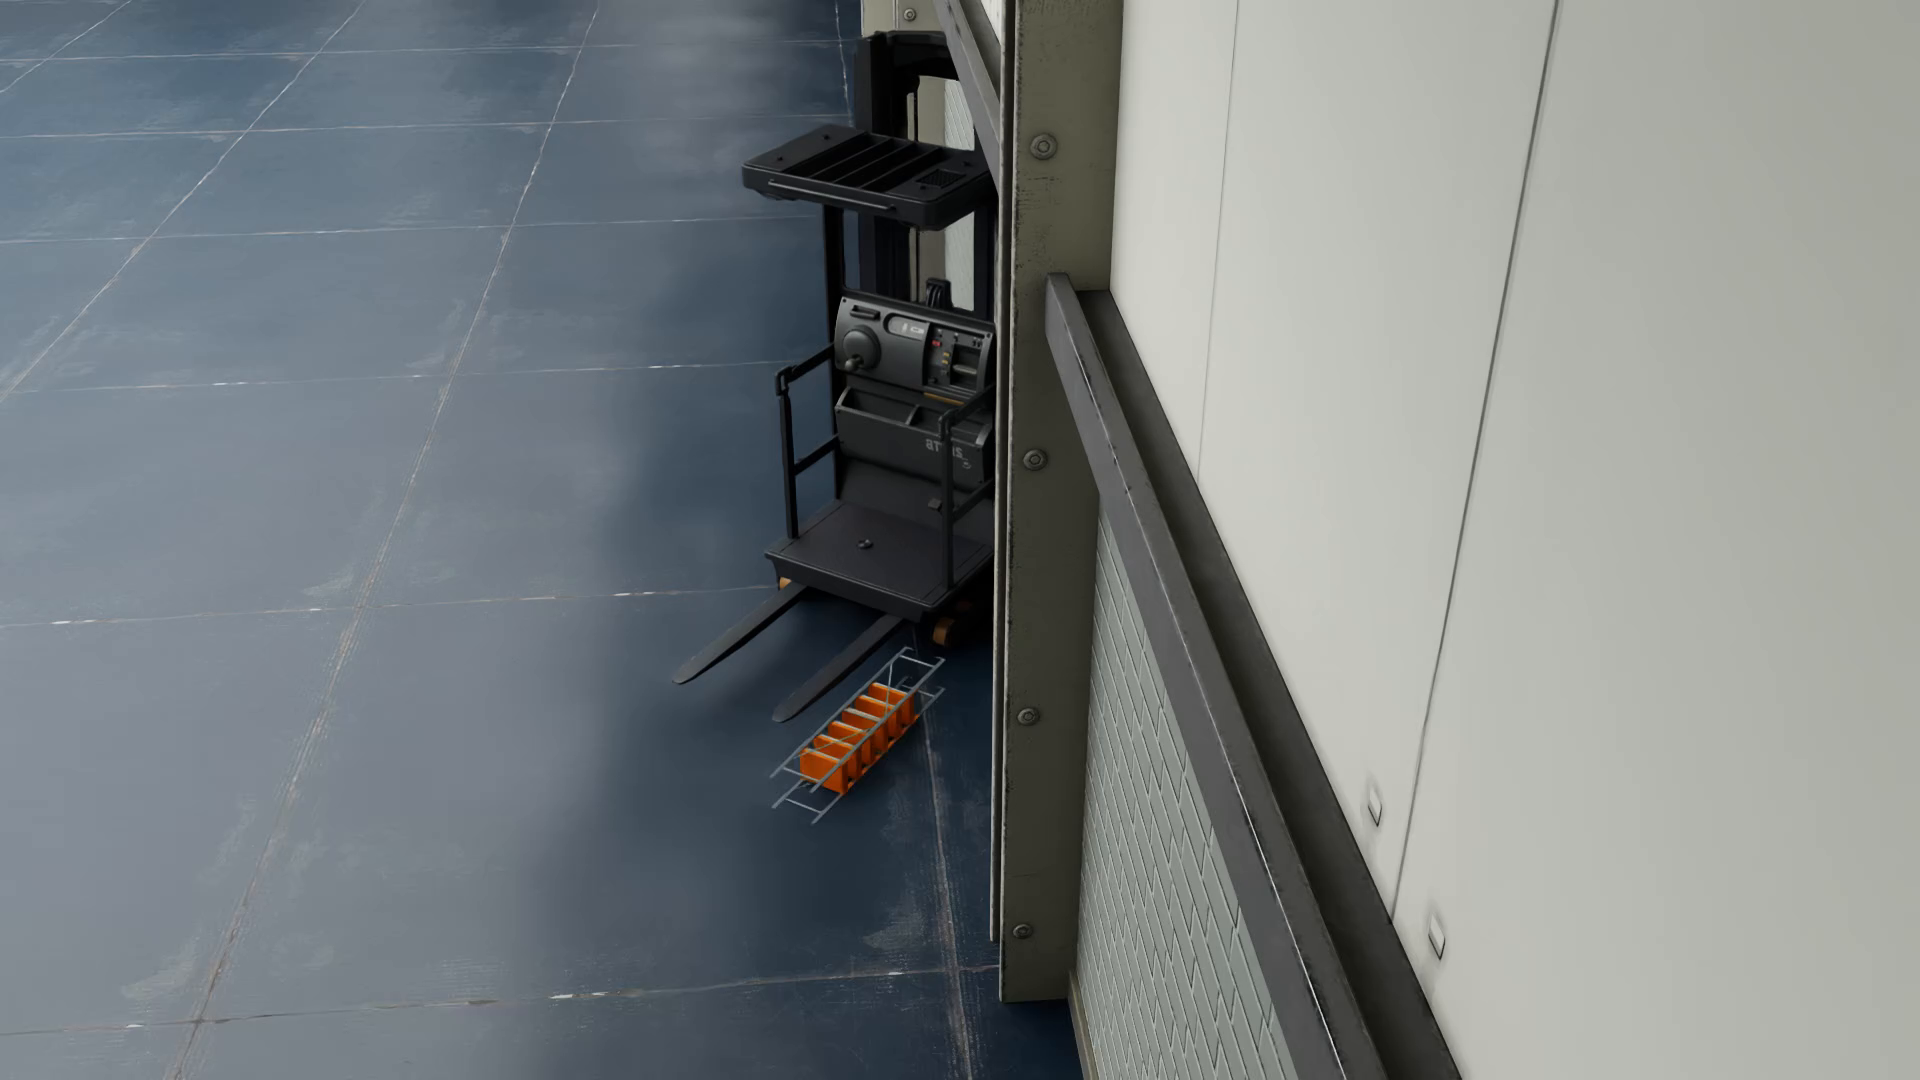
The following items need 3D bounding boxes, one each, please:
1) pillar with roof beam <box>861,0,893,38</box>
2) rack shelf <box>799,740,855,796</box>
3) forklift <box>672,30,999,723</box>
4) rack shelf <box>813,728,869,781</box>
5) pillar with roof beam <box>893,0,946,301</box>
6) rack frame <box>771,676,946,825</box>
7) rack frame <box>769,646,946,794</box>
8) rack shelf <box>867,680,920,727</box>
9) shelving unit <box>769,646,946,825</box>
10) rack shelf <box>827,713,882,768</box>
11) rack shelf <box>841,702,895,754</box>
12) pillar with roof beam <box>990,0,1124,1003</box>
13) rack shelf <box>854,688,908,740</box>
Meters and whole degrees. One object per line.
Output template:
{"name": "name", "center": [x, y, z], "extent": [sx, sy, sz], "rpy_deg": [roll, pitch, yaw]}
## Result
{"name": "pillar with roof beam", "center": [-5.110, -8.042, 14.438], "extent": [9.100, 9.000, 0.400], "rpy_deg": [-3, 31, -5]}
{"name": "rack shelf", "center": [-0.626, 1.060, 7.786], "extent": [0.258, 0.180, 0.103], "rpy_deg": [16, 34, 25]}
{"name": "forklift", "center": [-0.354, -0.956, 8.492], "extent": [1.130, 2.935, 3.031], "rpy_deg": [17, 35, 26]}
{"name": "rack shelf", "center": [-0.567, 1.007, 7.876], "extent": [0.258, 0.180, 0.103], "rpy_deg": [16, 34, 25]}
{"name": "pillar with roof beam", "center": [-4.549, -4.978, 9.309], "extent": [9.100, 9.000, 0.400], "rpy_deg": [-3, 31, -5]}
{"name": "rack frame", "center": [-0.471, 0.998, 8.069], "extent": [0.240, 0.006, 1.200], "rpy_deg": [16, 34, 25]}
{"name": "rack frame", "center": [-0.471, 0.841, 7.975], "extent": [0.240, 0.006, 1.200], "rpy_deg": [16, 34, 25]}
{"name": "rack shelf", "center": [-0.331, 0.793, 8.234], "extent": [0.258, 0.180, 0.103], "rpy_deg": [16, 34, 25]}
{"name": "shelving unit", "center": [-0.471, 0.920, 8.022], "extent": [0.258, 0.189, 1.200], "rpy_deg": [16, 34, 25]}
{"name": "rack shelf", "center": [-0.508, 0.953, 7.965], "extent": [0.258, 0.180, 0.103], "rpy_deg": [16, 34, 25]}
{"name": "rack shelf", "center": [-0.449, 0.900, 8.055], "extent": [0.258, 0.180, 0.103], "rpy_deg": [16, 34, 25]}
{"name": "pillar with roof beam", "center": [-3.989, -1.915, 4.181], "extent": [9.100, 9.000, 0.400], "rpy_deg": [-3, 31, -5]}
{"name": "rack shelf", "center": [-0.390, 0.846, 8.145], "extent": [0.258, 0.180, 0.103], "rpy_deg": [16, 34, 25]}
